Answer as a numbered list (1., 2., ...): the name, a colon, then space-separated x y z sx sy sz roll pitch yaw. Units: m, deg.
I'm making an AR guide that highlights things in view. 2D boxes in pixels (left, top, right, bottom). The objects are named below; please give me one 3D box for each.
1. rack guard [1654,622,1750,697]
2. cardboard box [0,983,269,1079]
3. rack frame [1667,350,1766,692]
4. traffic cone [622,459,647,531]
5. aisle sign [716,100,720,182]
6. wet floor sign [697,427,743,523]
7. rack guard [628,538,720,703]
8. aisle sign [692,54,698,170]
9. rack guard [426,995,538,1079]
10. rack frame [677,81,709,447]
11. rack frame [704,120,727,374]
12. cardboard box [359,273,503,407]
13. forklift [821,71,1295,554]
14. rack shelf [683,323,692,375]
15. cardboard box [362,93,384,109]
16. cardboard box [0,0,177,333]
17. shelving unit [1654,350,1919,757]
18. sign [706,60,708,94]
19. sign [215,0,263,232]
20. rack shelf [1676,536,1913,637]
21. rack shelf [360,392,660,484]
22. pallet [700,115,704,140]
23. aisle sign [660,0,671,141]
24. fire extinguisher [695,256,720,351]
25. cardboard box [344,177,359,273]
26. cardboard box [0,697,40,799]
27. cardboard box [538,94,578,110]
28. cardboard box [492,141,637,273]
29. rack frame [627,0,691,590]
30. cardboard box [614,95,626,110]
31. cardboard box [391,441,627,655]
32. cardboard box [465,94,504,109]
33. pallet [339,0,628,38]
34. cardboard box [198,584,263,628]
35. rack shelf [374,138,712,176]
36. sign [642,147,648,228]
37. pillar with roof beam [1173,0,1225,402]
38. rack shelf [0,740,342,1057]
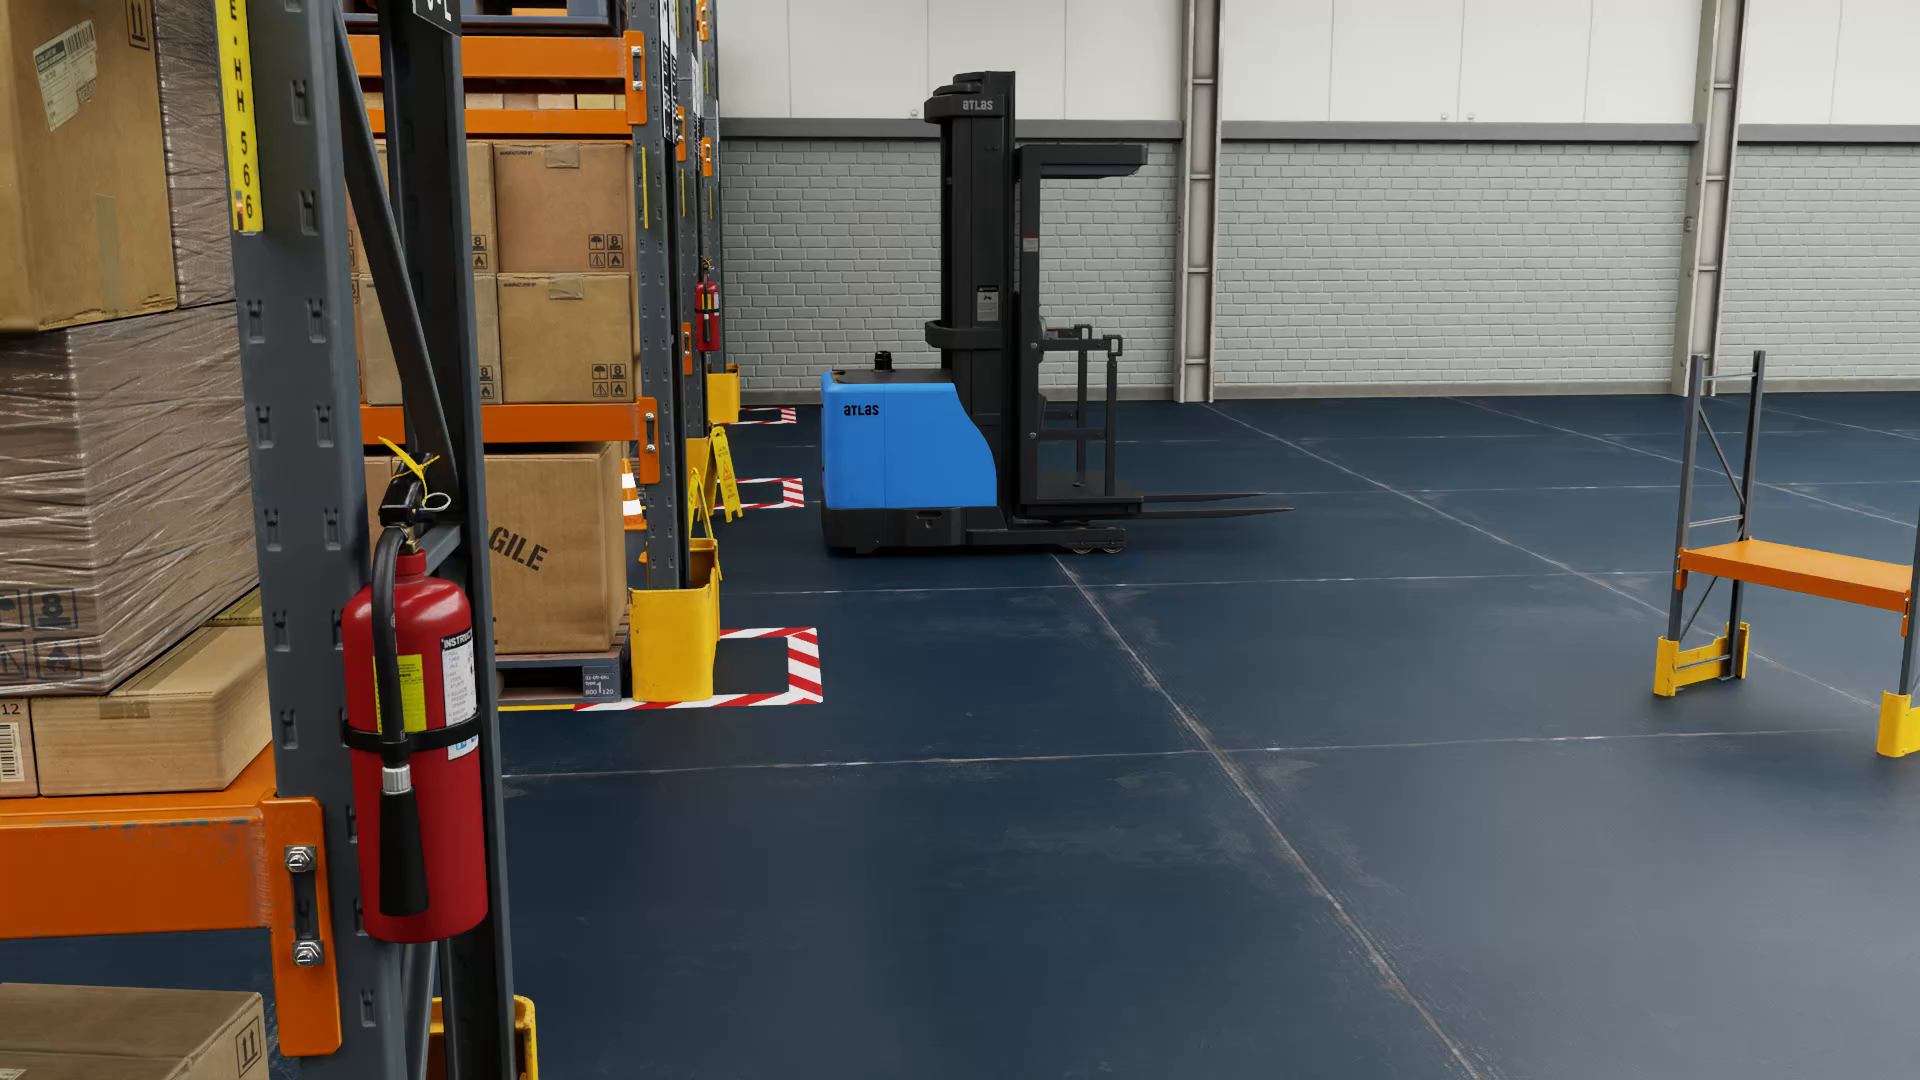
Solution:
1. rack guard: 3.352 0.533 7.506 0.587 0.250 0.087 -7 13 -32
2. cardboard box: -1.534 1.109 2.845 0.500 0.500 0.500 1 11 4
3. rack frame: 3.351 -0.080 7.387 0.500 1.500 0.032 -7 13 -32
4. traffic cone: -2.270 -0.321 11.302 0.334 0.463 0.336 -1 11 -6
5. aisle sign: -2.425 -3.995 16.672 0.004 0.787 0.394 -1 11 -6
6. wet floor sign: -1.678 -0.466 11.564 0.232 0.644 0.267 3 11 14
7. rack guard: -1.323 0.351 7.787 0.348 0.500 1.175 -1 11 -6
8. aisle sign: -1.889 -3.043 11.834 0.004 0.787 0.394 -1 11 -6
9. rack guard: -0.987 1.306 2.927 0.348 0.500 1.175 -1 11 -6
10. rack frame: -1.982 -1.822 12.361 0.127 3.000 1.000 -1 11 -6
11. rack frame: -2.522 -2.774 17.203 0.127 3.000 1.000 -1 11 -6
12. cardboard box: -2.255 -0.917 7.366 0.550 0.550 0.875 -1 11 -6
13. forklift: 0.620 -1.451 10.653 3.031 2.935 1.130 -1 11 -6
14. rack shelf: -3.970 -1.428 12.218 4.000 0.370 1.077 -1 11 -6
15. cardboard box: -4.087 -3.079 11.629 0.250 0.149 0.380 -1 11 -6
16. cardboard box: -1.432 -0.549 2.260 0.500 0.500 0.500 -1 11 -6
17. shelving unit: 3.621 0.001 6.975 0.587 1.500 1.083 -7 13 -32
18. sign: -2.477 -4.537 16.305 0.005 0.325 0.100 -1 11 -6
19. sign: -0.872 -0.538 2.008 0.005 0.325 0.100 -1 11 -6
20. rack shelf: 3.626 0.179 7.002 0.538 0.185 1.000 -7 13 -32
21. rack shelf: -3.335 -0.480 7.401 4.000 0.370 1.077 -1 11 -6
22. pallet: -3.228 -4.193 16.872 1.213 0.211 1.003 -1 11 -6
23. aisle sign: -1.244 -2.095 7.007 0.004 0.787 0.394 -1 11 -6
24. fire extinguisher: -1.818 -1.698 11.931 0.183 0.674 0.296 -1 11 -6
25. cardboard box: -2.828 -1.463 7.348 0.550 0.550 0.875 -1 11 -6
26. cardboard box: -1.422 0.252 2.461 0.250 0.149 0.380 -1 11 -6
27. cardboard box: -2.818 -3.099 11.732 0.250 0.149 0.380 -1 11 -4
28. cardboard box: -1.720 -1.478 7.423 0.550 0.550 0.875 -1 11 -6
29. rack frame: -1.347 -0.875 7.543 0.127 3.000 1.000 -1 11 -6
30. cardboard box: -2.307 -3.110 11.785 0.250 0.149 0.380 -1 11 -6
31. cardboard box: -2.014 -0.012 7.571 0.875 0.875 0.875 -1 11 -6
32. cardboard box: -3.320 -3.092 11.697 0.250 0.149 0.380 -1 11 -7
33. pallet: -2.083 -2.286 7.173 1.213 0.211 1.003 -1 11 -6
34. cardboard box: -1.221 0.162 2.921 0.250 0.149 0.380 -1 11 -6
35. rack shelf: -4.510 -3.851 16.771 4.000 0.370 1.077 -1 11 -6
36. sign: -1.302 -1.455 6.878 0.005 0.325 0.100 -1 11 -6
37. pillar with roof beam: 3.118 -5.175 13.866 0.400 9.000 9.100 -1 11 -6
38. rack shelf: -2.900 0.473 2.551 4.000 0.370 1.077 -1 11 -6
